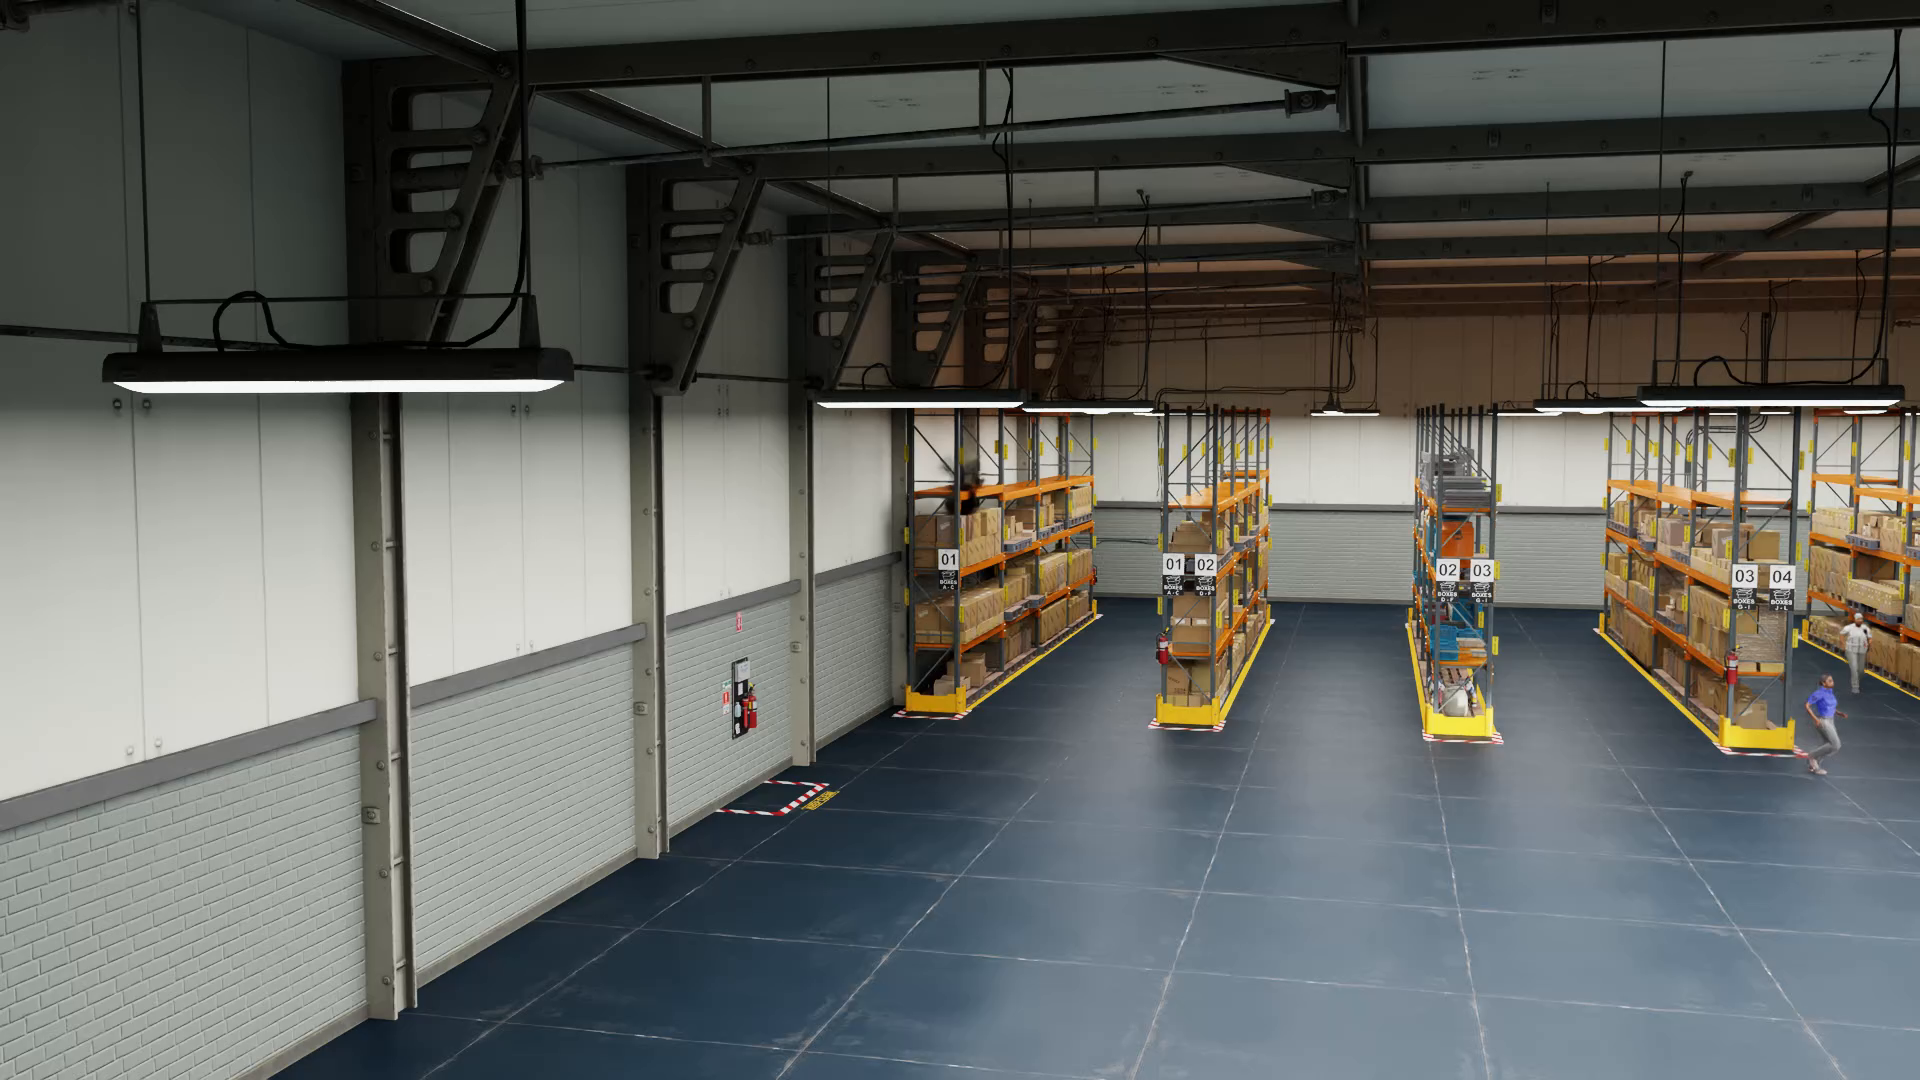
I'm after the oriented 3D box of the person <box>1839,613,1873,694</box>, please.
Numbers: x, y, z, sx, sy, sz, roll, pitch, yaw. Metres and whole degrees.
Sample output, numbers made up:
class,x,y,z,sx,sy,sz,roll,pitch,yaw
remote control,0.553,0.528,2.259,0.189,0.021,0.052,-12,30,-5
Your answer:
class,x,y,z,sx,sy,sz,roll,pitch,yaw
person,18.792,2.355,34.867,0.627,1.658,0.787,1,4,12

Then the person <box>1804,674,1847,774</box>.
class,x,y,z,sx,sy,sz,roll,pitch,yaw
person,13.944,2.968,26.737,0.565,1.619,0.568,-4,5,-40
